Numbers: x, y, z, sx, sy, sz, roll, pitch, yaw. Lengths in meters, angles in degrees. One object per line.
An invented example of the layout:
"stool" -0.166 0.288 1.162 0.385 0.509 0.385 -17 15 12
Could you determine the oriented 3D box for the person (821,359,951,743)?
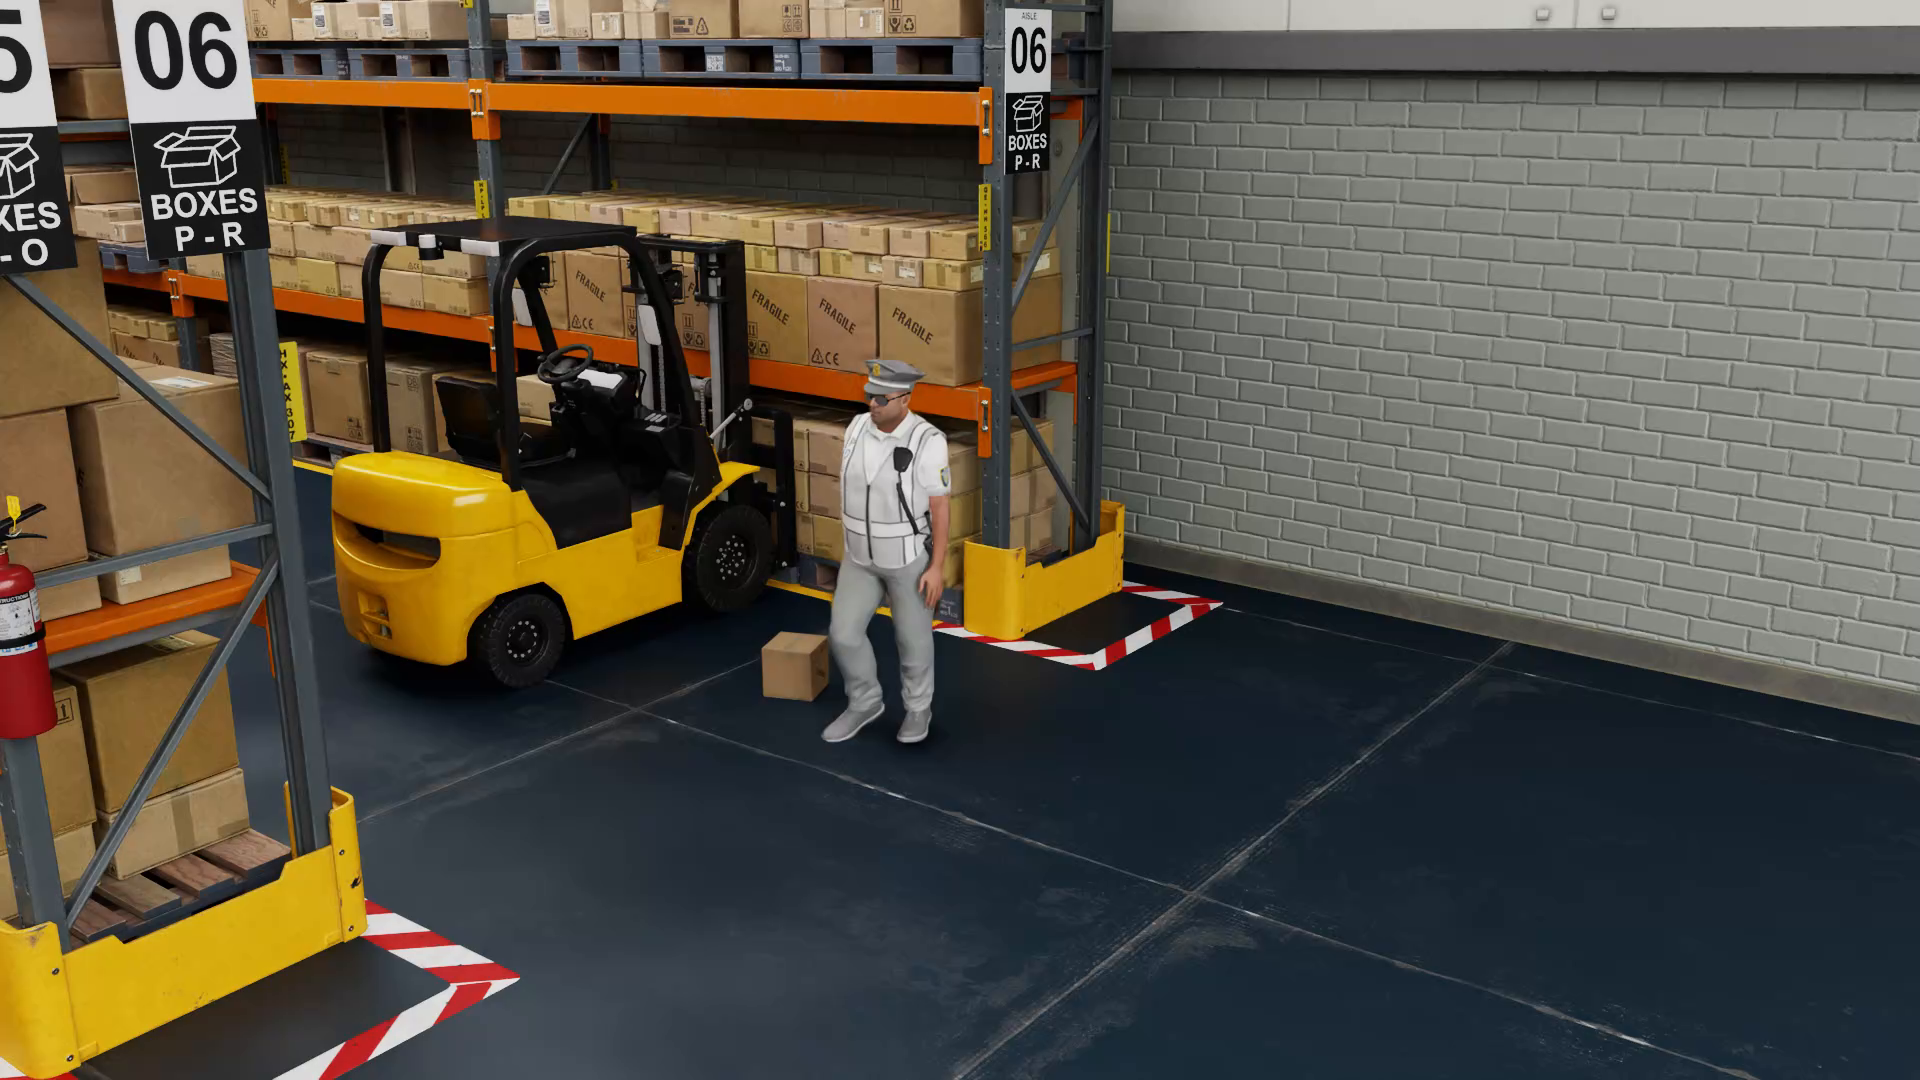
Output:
"person" -0.316 0.069 7.290 0.619 1.785 0.487 7 18 22
